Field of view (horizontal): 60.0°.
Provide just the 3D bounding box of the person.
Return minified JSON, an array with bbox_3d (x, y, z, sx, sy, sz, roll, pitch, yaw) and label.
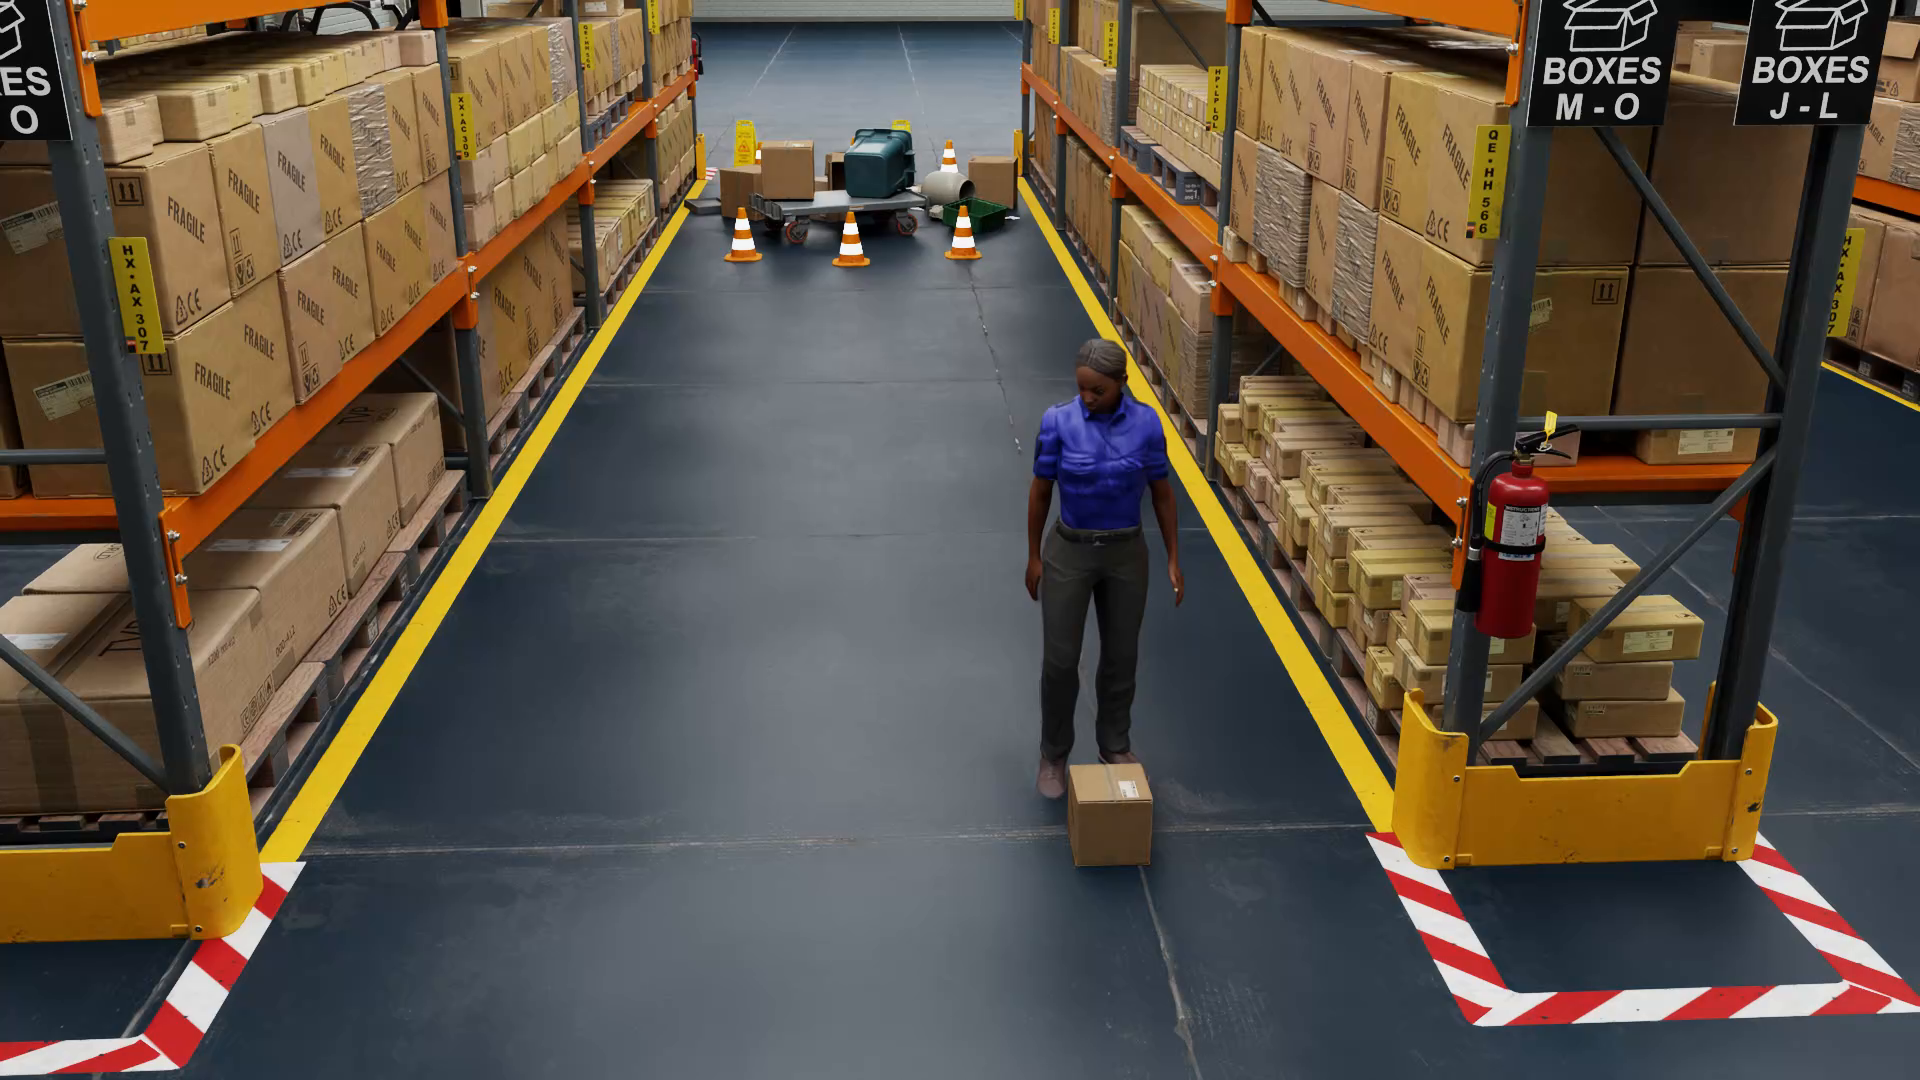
[{"bbox_3d":[0.506,0.110,5.830,0.534,1.702,0.336,-4,21,-9],"label":"person"}]
